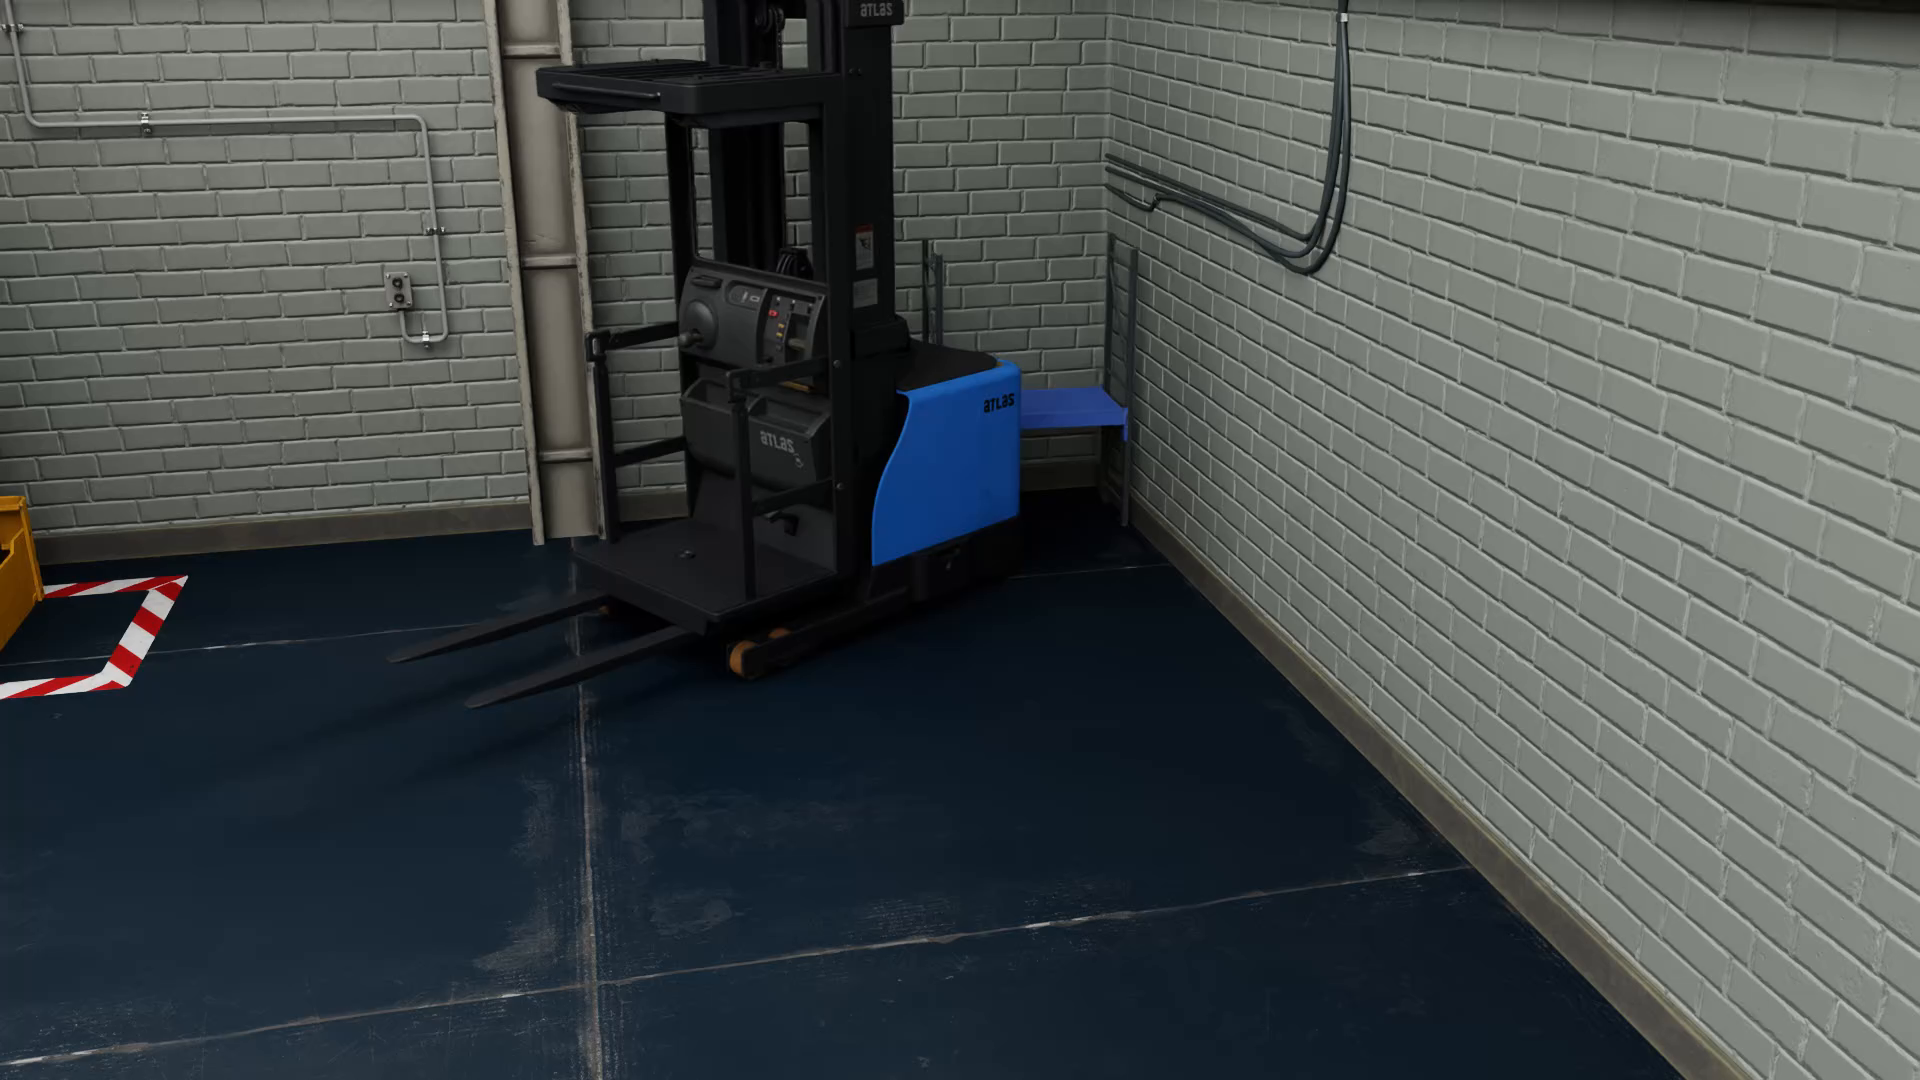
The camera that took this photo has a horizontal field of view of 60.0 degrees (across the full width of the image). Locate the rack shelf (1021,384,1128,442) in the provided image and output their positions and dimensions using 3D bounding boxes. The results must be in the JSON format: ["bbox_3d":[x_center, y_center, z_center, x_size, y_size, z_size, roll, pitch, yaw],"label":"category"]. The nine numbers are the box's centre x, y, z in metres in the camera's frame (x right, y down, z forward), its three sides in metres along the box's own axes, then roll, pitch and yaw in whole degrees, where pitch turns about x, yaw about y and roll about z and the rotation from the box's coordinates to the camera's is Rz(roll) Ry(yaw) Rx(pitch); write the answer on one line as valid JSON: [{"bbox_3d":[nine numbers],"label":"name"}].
[{"bbox_3d":[0.354,-0.669,8.982,1.000,0.185,0.538,-3,20,-9],"label":"rack shelf"}]

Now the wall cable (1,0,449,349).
[{"bbox_3d":[-3.482,-1.840,7.999,1.851,1.984,0.084,-5,21,-12],"label":"wall cable"}]

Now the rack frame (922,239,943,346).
[{"bbox_3d":[-0.146,-0.808,8.837,0.032,1.500,0.500,-3,20,-9],"label":"rack frame"}]

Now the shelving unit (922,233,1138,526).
[{"bbox_3d":[0.354,-0.838,8.920,1.048,1.500,0.538,-3,20,-9],"label":"shelving unit"}]

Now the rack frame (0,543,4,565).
[{"bbox_3d":[-4.511,-0.945,7.032,0.127,3.000,1.000,-5,21,-12],"label":"rack frame"}]

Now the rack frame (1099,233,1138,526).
[{"bbox_3d":[0.855,-0.868,9.003,0.032,1.500,0.500,-3,20,-9],"label":"rack frame"}]

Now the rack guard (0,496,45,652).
[{"bbox_3d":[-4.487,0.227,7.467,0.348,0.500,1.175,-5,21,-12],"label":"rack guard"}]

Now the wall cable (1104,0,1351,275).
[{"bbox_3d":[1.076,-2.632,7.430,0.112,2.526,3.097,-5,21,-12],"label":"wall cable"}]

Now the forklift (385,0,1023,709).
[{"bbox_3d":[-1.073,-0.973,7.210,1.130,2.935,3.031,18,27,41],"label":"forklift"}]

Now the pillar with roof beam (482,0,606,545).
[{"bbox_3d":[-1.092,-2.824,3.440,0.400,9.000,9.100,-5,21,-12],"label":"pillar with roof beam"}]
